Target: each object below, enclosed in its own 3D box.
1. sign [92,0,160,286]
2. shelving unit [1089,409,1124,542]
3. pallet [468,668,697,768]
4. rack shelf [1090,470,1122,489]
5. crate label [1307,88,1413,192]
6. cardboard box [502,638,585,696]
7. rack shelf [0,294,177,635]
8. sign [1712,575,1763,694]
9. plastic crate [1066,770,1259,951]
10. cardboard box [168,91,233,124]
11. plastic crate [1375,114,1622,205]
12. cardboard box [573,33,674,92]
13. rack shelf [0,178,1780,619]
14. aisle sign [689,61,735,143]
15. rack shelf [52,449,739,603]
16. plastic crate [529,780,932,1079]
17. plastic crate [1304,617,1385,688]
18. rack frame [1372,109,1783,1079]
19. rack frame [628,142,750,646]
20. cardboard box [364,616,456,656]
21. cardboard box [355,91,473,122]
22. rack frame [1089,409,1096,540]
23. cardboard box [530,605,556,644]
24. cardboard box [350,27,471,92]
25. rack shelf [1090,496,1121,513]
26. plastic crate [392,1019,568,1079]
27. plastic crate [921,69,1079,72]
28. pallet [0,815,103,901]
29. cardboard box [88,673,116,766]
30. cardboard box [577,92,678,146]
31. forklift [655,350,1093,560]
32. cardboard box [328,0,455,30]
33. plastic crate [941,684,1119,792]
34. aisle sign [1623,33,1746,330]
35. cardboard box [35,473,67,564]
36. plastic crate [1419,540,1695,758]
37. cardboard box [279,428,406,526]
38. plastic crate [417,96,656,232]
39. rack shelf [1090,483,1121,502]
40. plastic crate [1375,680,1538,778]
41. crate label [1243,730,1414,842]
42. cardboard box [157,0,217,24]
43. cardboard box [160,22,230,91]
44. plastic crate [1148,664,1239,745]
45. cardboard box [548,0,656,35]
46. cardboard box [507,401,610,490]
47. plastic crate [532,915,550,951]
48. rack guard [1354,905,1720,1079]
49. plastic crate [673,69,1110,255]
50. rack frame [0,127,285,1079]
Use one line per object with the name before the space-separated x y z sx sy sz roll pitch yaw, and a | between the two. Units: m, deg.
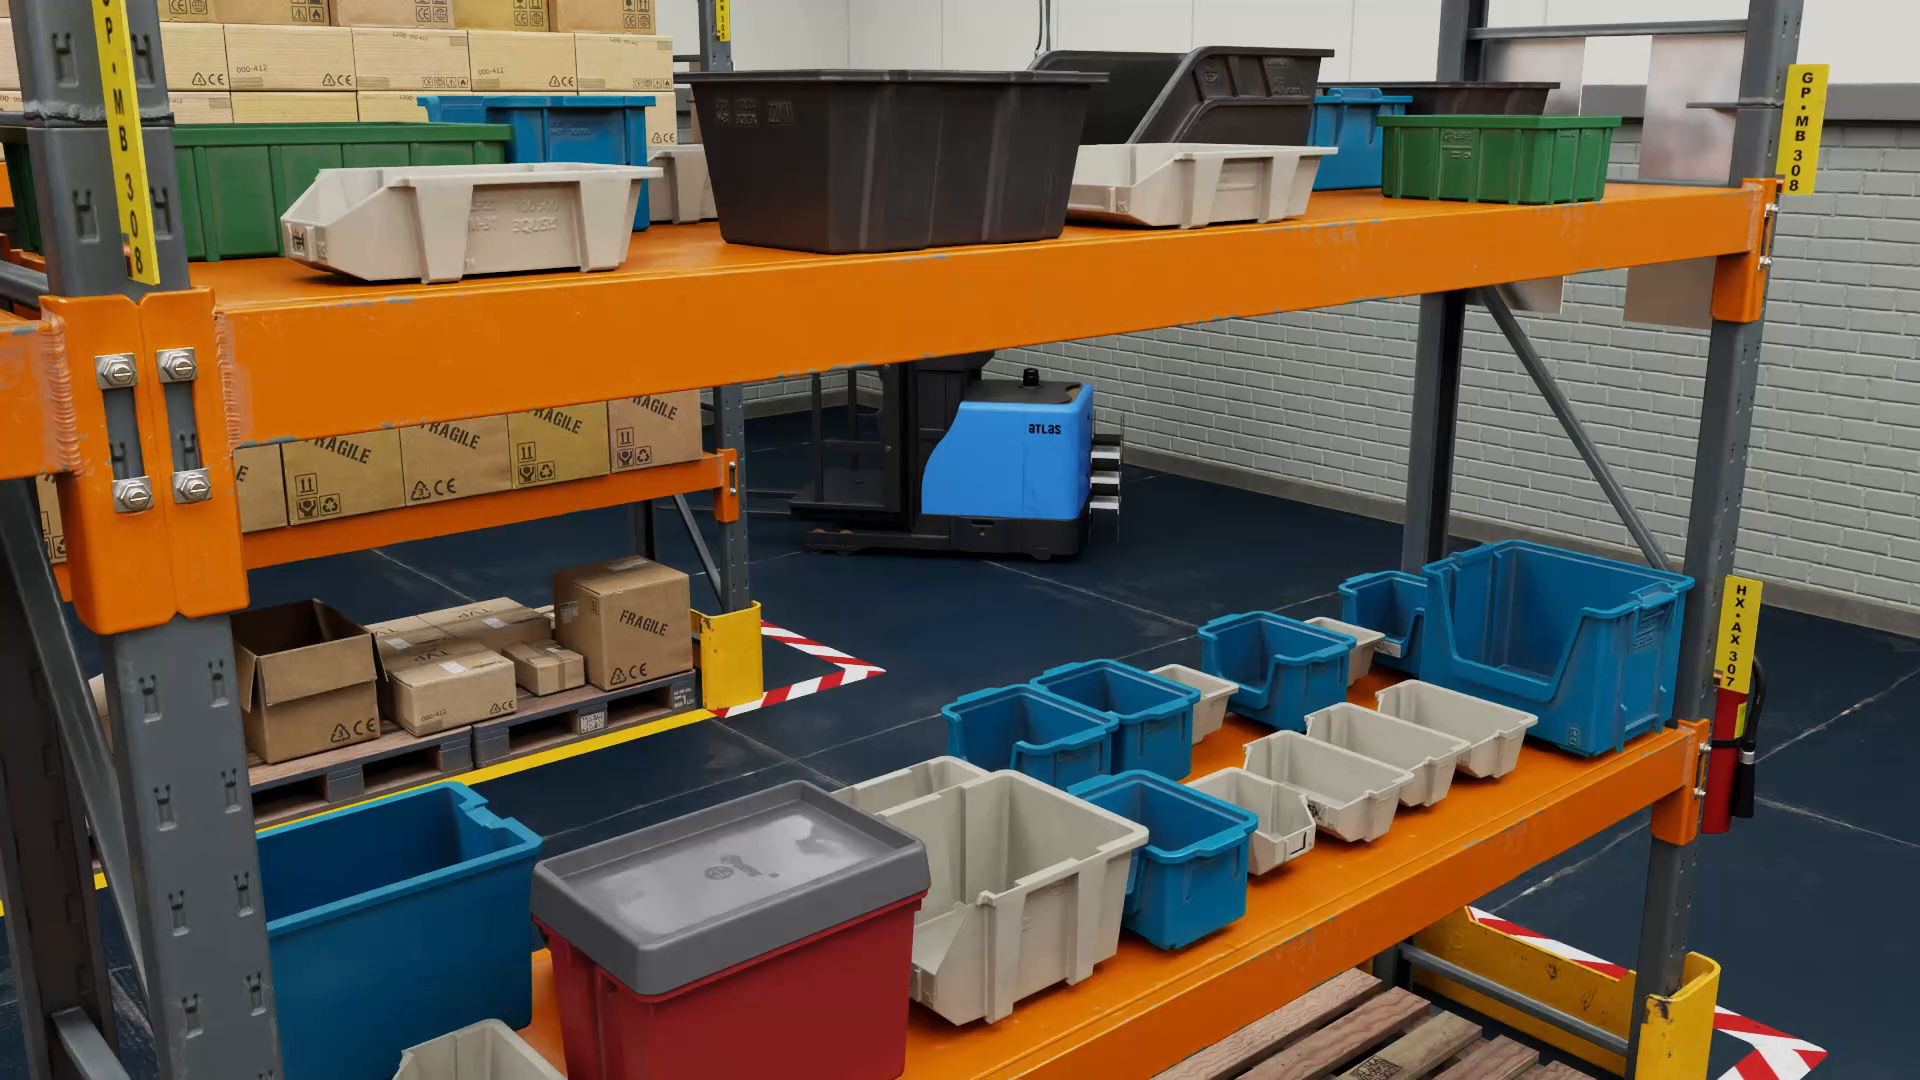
sign | -0.865 -0.431 1.720 0.005 0.325 0.100 -13 19 -39
shelving unit | 1.033 -0.458 11.721 0.210 0.900 0.258 3 15 10
pallet | -2.114 0.768 8.465 1.213 0.211 1.003 -13 19 -39
rack shelf | 1.033 -0.426 11.730 0.200 0.077 0.258 3 15 10
crate label | 0.885 -1.046 4.329 0.502 0.251 0.408 -13 19 -39
cardboard box | -2.069 0.620 8.253 0.250 0.166 0.380 -13 19 -39
rack shelf | -2.733 0.153 0.947 4.000 0.370 1.077 -13 19 -39
sign | 2.166 0.263 4.635 0.005 0.325 0.100 -13 19 -39
plastic crate | 0.412 0.688 3.571 0.300 0.233 0.416 -13 19 -39
cardboard box | -3.186 -1.629 6.513 0.500 0.250 0.500 -13 19 -39
plastic crate | 1.236 -0.886 3.853 0.336 0.188 0.450 -13 19 -39
cardboard box | -1.676 -2.209 7.715 0.500 0.250 0.500 -13 19 -39
rack shelf | 0.284 -0.525 3.484 4.000 0.370 1.077 -13 19 -39
aisle sign | -1.203 -1.935 8.144 0.004 0.787 0.394 -13 19 -39
rack shelf | -2.965 -0.041 7.484 4.000 0.370 1.077 -13 19 -39
plastic crate | -0.387 0.753 2.877 0.583 0.464 0.402 -13 19 -39
plastic crate | 1.094 0.352 5.013 0.298 0.136 0.250 -13 19 -39
rack frame | 1.793 0.238 5.047 0.127 3.000 1.000 -13 19 -39
rack frame | -1.456 -0.727 8.659 0.127 3.000 1.000 -13 19 -39
cardboard box | -2.807 0.595 8.185 0.500 0.250 0.500 -13 19 -39
cardboard box | -2.423 -1.796 7.138 0.500 0.250 0.500 -13 19 -39
rack frame | 0.933 -0.463 11.739 0.006 0.900 0.240 3 15 10
cardboard box | -2.186 0.476 8.795 0.250 0.166 0.380 -13 19 -39
cardboard box | -2.433 -2.040 7.084 0.500 0.250 0.500 -13 19 -39
rack shelf | 1.033 -0.252 11.776 0.200 0.077 0.258 3 15 10
plastic crate | -0.780 0.963 2.727 0.243 0.136 0.396 -13 19 -39
plastic crate | -0.082 -0.839 3.494 0.530 0.282 0.437 -13 19 -39
pallet | -3.955 1.182 6.917 1.213 0.211 1.003 -13 19 -39
cardboard box | -3.664 0.758 7.456 0.500 0.311 0.500 -13 19 -39
cardboard box | -1.670 -1.965 7.774 0.500 0.250 0.500 -13 19 -39
forklift | -0.613 -1.445 11.480 3.031 2.935 1.130 3 15 10
cardboard box | -2.572 -2.444 7.142 0.500 0.500 0.700 -13 19 -39
plastic crate | 0.171 0.541 4.119 0.300 0.233 0.416 -13 19 -39
aisle sign | 2.039 -0.973 4.543 0.004 0.787 0.394 -13 19 -39
cardboard box | -3.526 -0.218 6.561 0.500 0.500 0.500 -12 19 -38
plastic crate | 1.663 0.285 4.686 0.499 0.435 0.616 -13 19 -39
cardboard box | -2.764 -0.389 7.201 0.500 0.500 0.500 -13 20 -40
plastic crate | -0.747 -0.669 2.955 0.300 0.233 0.416 -13 19 -39
rack shelf | 1.033 -0.339 11.753 0.200 0.077 0.258 3 15 10
plastic crate | 1.296 0.510 4.424 0.243 0.136 0.396 -13 19 -39
crate label | 0.874 0.608 4.056 0.243 0.136 0.396 -13 19 -39
cardboard box | -3.288 -2.263 6.465 0.500 0.500 0.700 -13 19 -39
cardboard box | -3.183 -1.869 6.445 0.500 0.250 0.500 -13 19 -39
plastic crate | 0.582 0.467 4.583 0.298 0.136 0.250 -13 19 -39
cardboard box | -1.833 -2.617 7.793 0.500 0.500 0.700 -13 19 -39
cardboard box | -2.004 -0.558 7.832 0.500 0.500 0.500 -12 19 -39
plastic crate | -0.557 0.778 3.443 0.590 0.125 0.437 -13 19 -39
rack guard | 1.802 1.439 5.394 0.348 0.500 1.175 -13 19 -39
plastic crate | -0.108 -0.628 2.728 0.590 0.269 0.497 -13 19 -39
rack frame | -1.225 0.916 2.510 0.127 3.000 1.000 -13 19 -39
